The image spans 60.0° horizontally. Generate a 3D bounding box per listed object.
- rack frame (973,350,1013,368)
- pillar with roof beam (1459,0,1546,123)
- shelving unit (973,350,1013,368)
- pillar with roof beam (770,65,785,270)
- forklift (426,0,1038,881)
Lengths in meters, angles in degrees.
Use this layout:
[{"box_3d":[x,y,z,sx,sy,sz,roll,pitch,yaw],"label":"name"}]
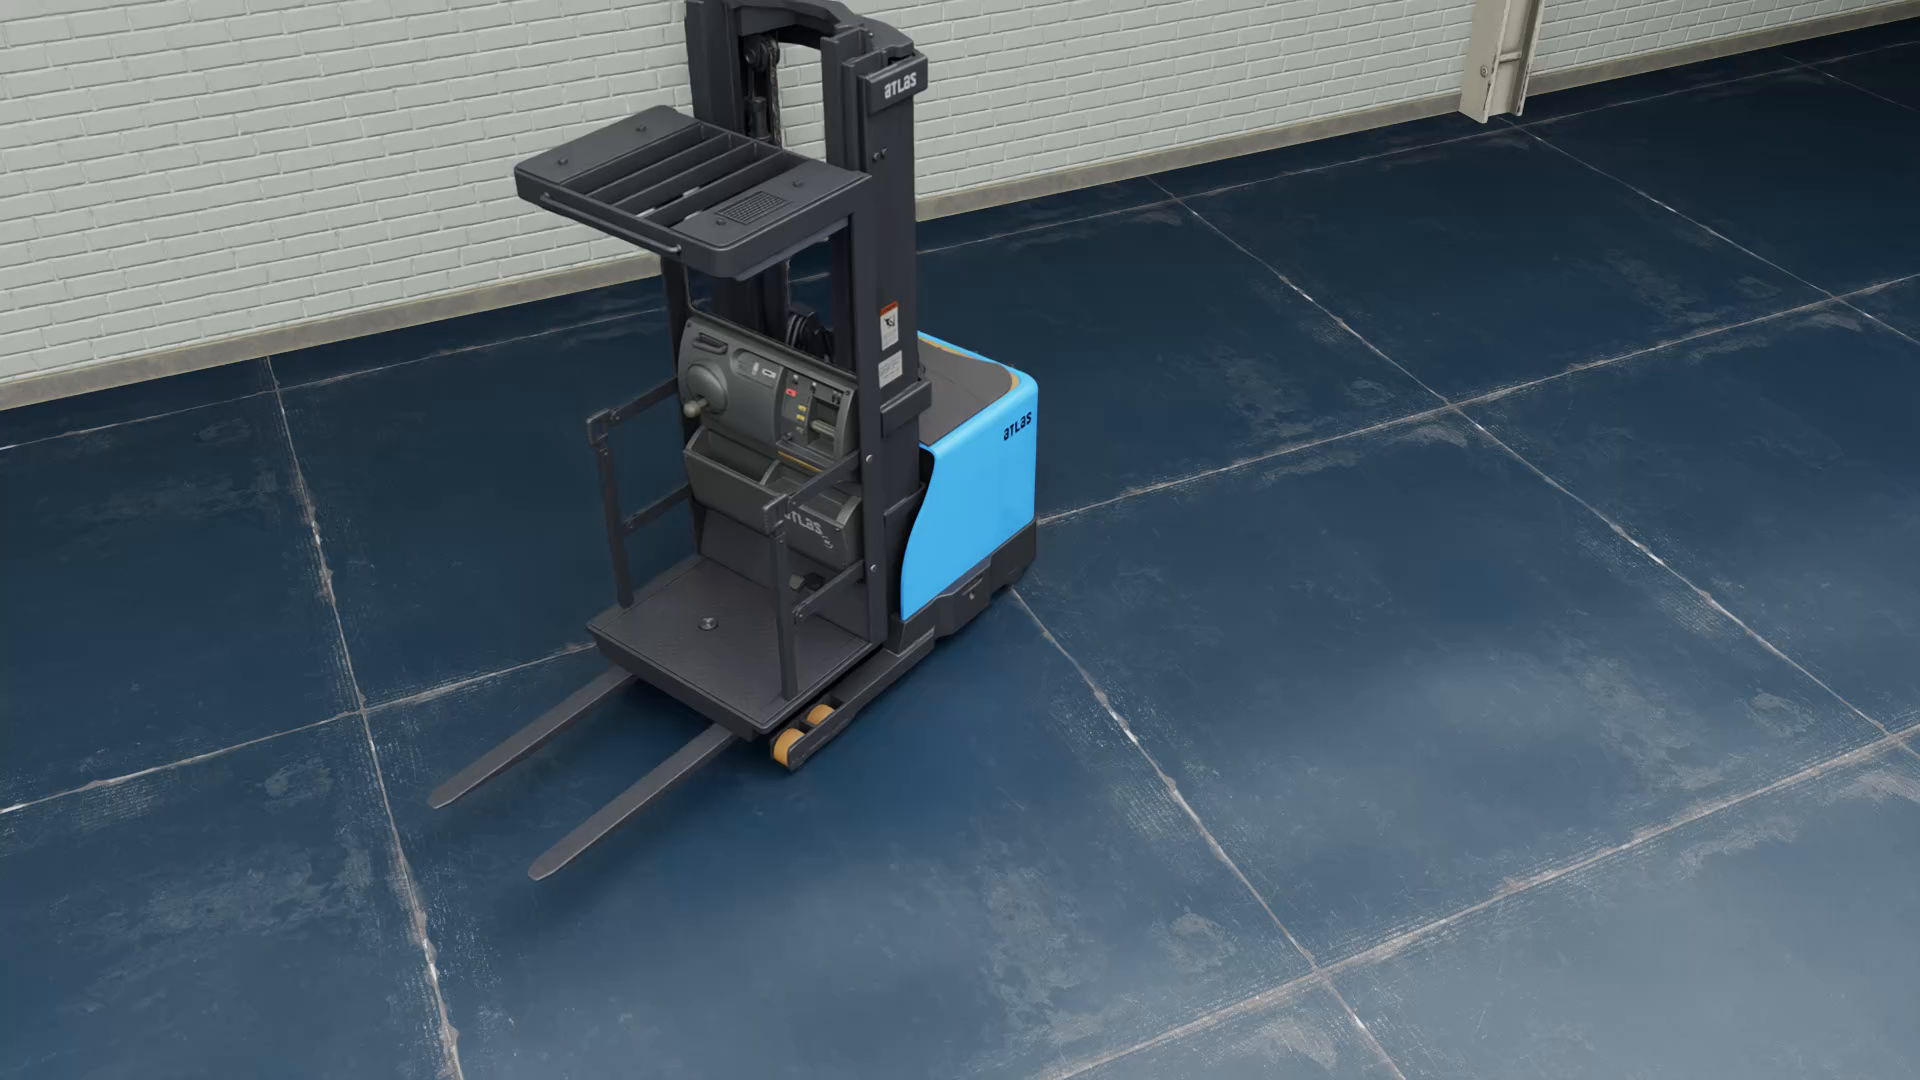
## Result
[{"box_3d":[0.160,-0.525,8.345,0.240,0.900,0.006,25,43,30],"label":"rack frame"},{"box_3d":[5.919,-4.601,7.043,0.400,9.000,9.100,-16,39,-20],"label":"pillar with roof beam"},{"box_3d":[0.098,-0.477,8.281,0.258,0.900,0.210,25,43,30],"label":"shelving unit"},{"box_3d":[0.488,-3.083,4.995,0.400,9.000,9.100,-16,39,-20],"label":"pillar with roof beam"},{"box_3d":[-0.931,-0.542,6.664,1.130,2.935,3.031,25,43,30],"label":"forklift"}]
